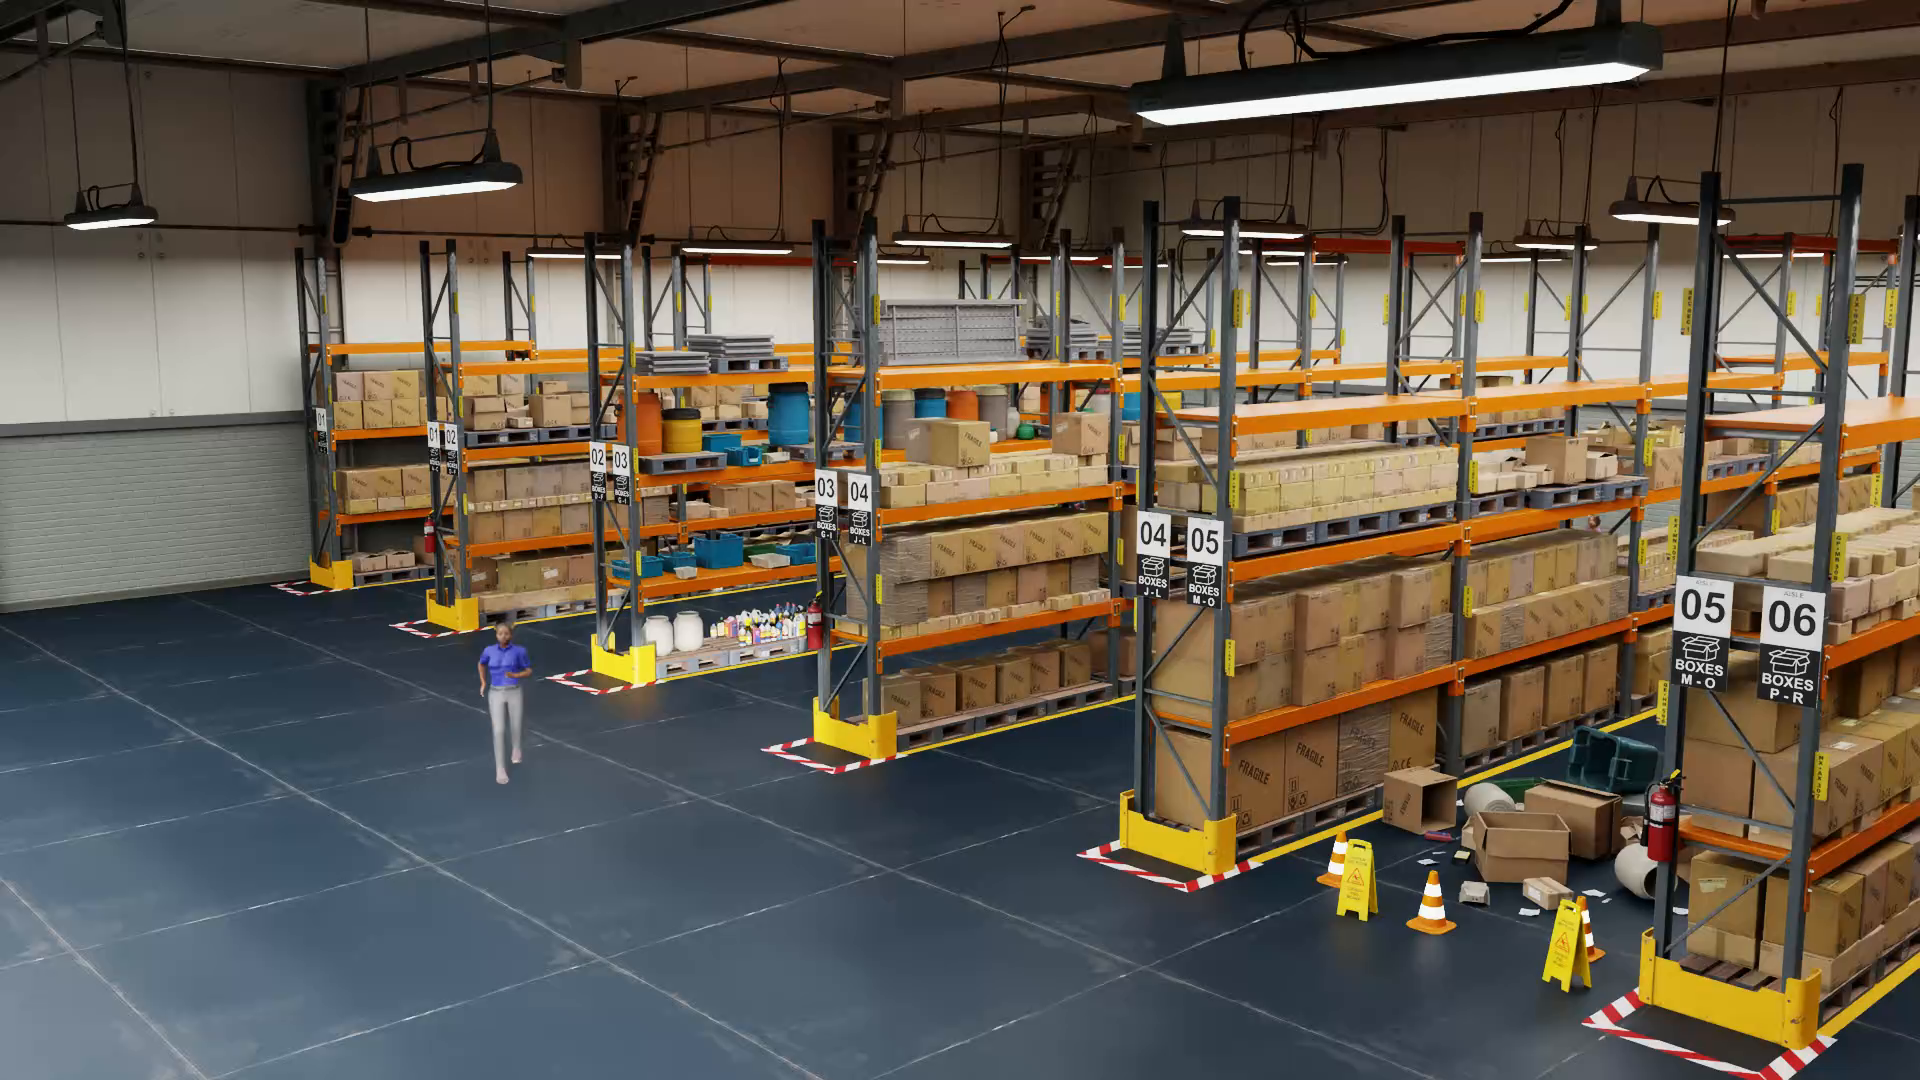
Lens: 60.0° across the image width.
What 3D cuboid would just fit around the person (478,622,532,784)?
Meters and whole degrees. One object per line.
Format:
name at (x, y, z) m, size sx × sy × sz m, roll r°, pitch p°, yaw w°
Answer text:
person at (-4.904, 1.705, 17.968) m, size 0.570 × 1.658 × 0.929 m, roll -2°, pitch 9°, yaw -14°

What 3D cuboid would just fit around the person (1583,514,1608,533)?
person at (10.415, 0.375, 27.352) m, size 0.681 × 1.634 × 0.513 m, roll -8°, pitch 11°, yaw -42°

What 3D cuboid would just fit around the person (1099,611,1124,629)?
person at (2.188, 0.423, 24.389) m, size 0.801 × 1.855 × 0.664 m, roll -8°, pitch 12°, yaw -44°
